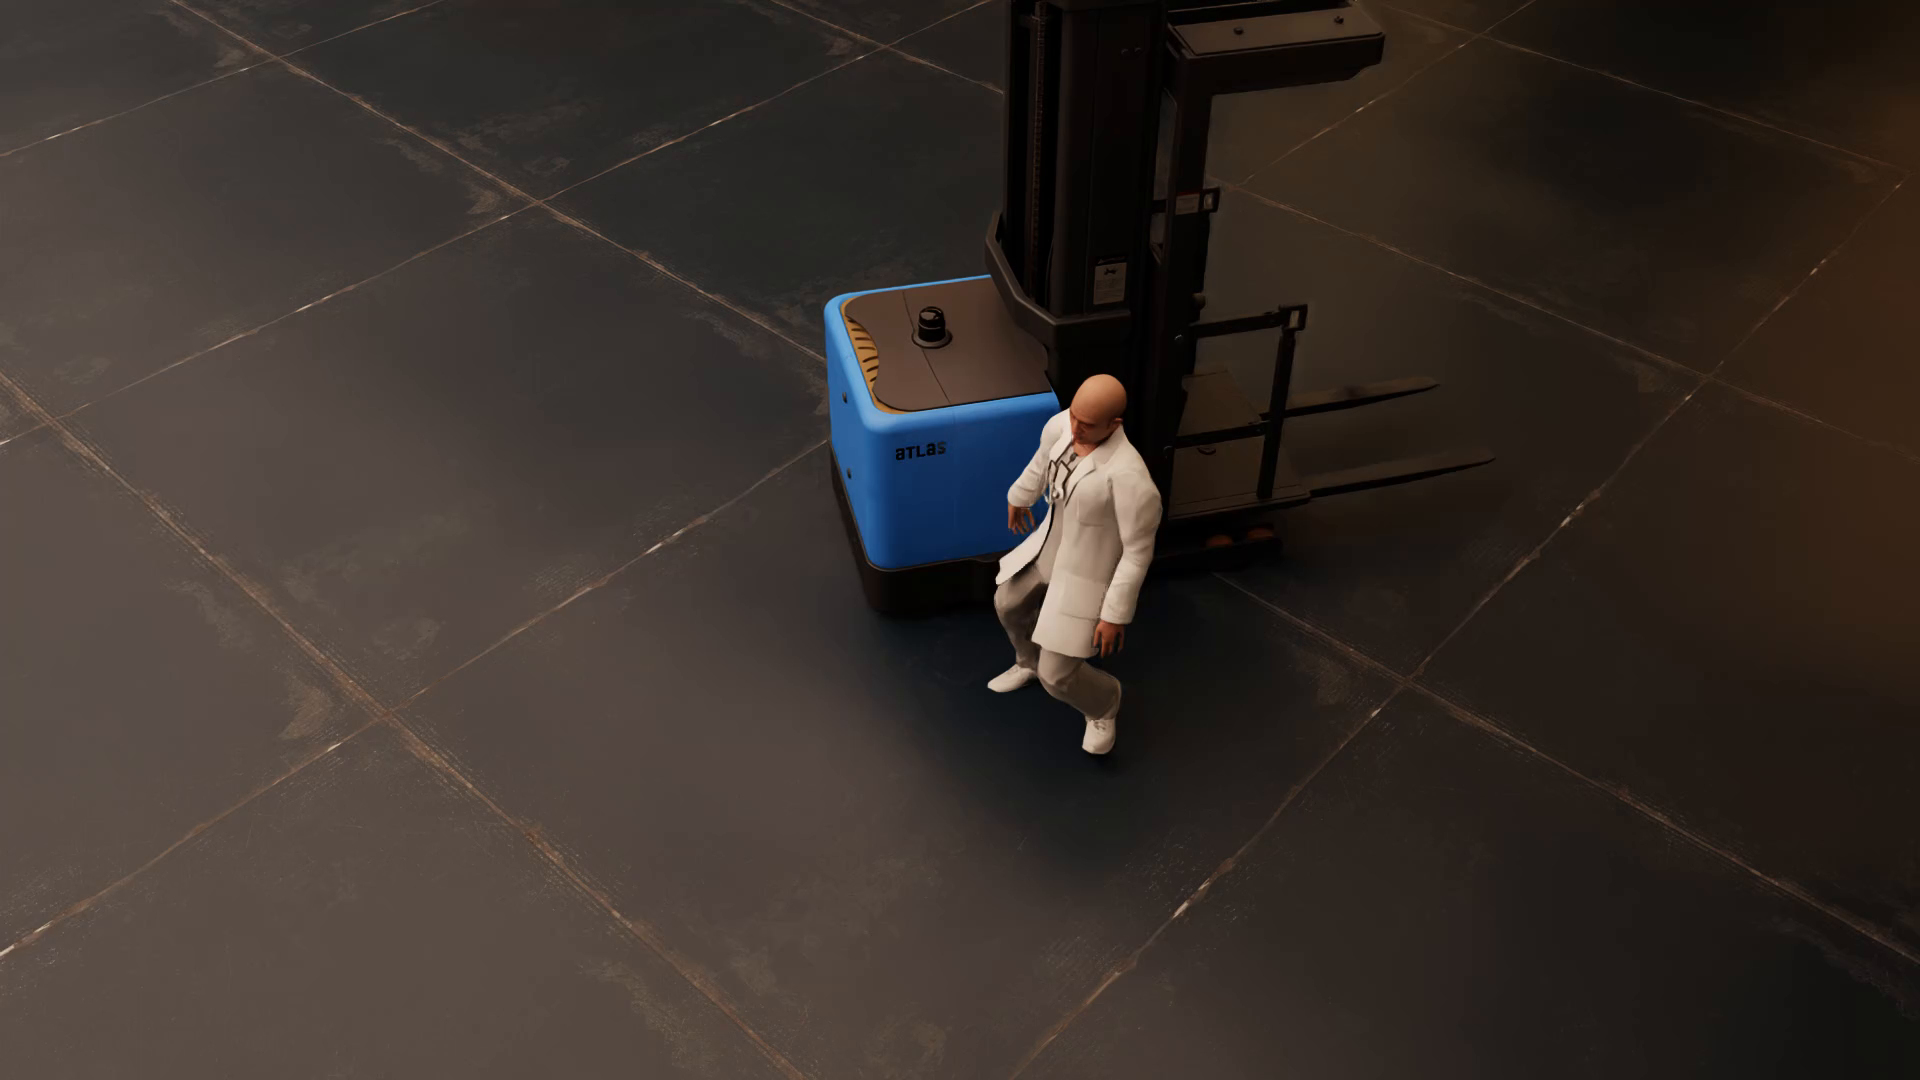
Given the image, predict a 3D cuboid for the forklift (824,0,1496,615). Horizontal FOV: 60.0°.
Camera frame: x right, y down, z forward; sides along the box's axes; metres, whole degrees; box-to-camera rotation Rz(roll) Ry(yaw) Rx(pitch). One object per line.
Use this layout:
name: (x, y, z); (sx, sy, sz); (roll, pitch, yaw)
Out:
forklift: (0.965, -1.299, 6.943); (3.031, 2.935, 1.130); (-9, 41, -11)

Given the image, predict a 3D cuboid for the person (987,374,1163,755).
person: (0.405, 0.079, 6.319); (0.474, 1.750, 0.861); (-15, 43, -16)
